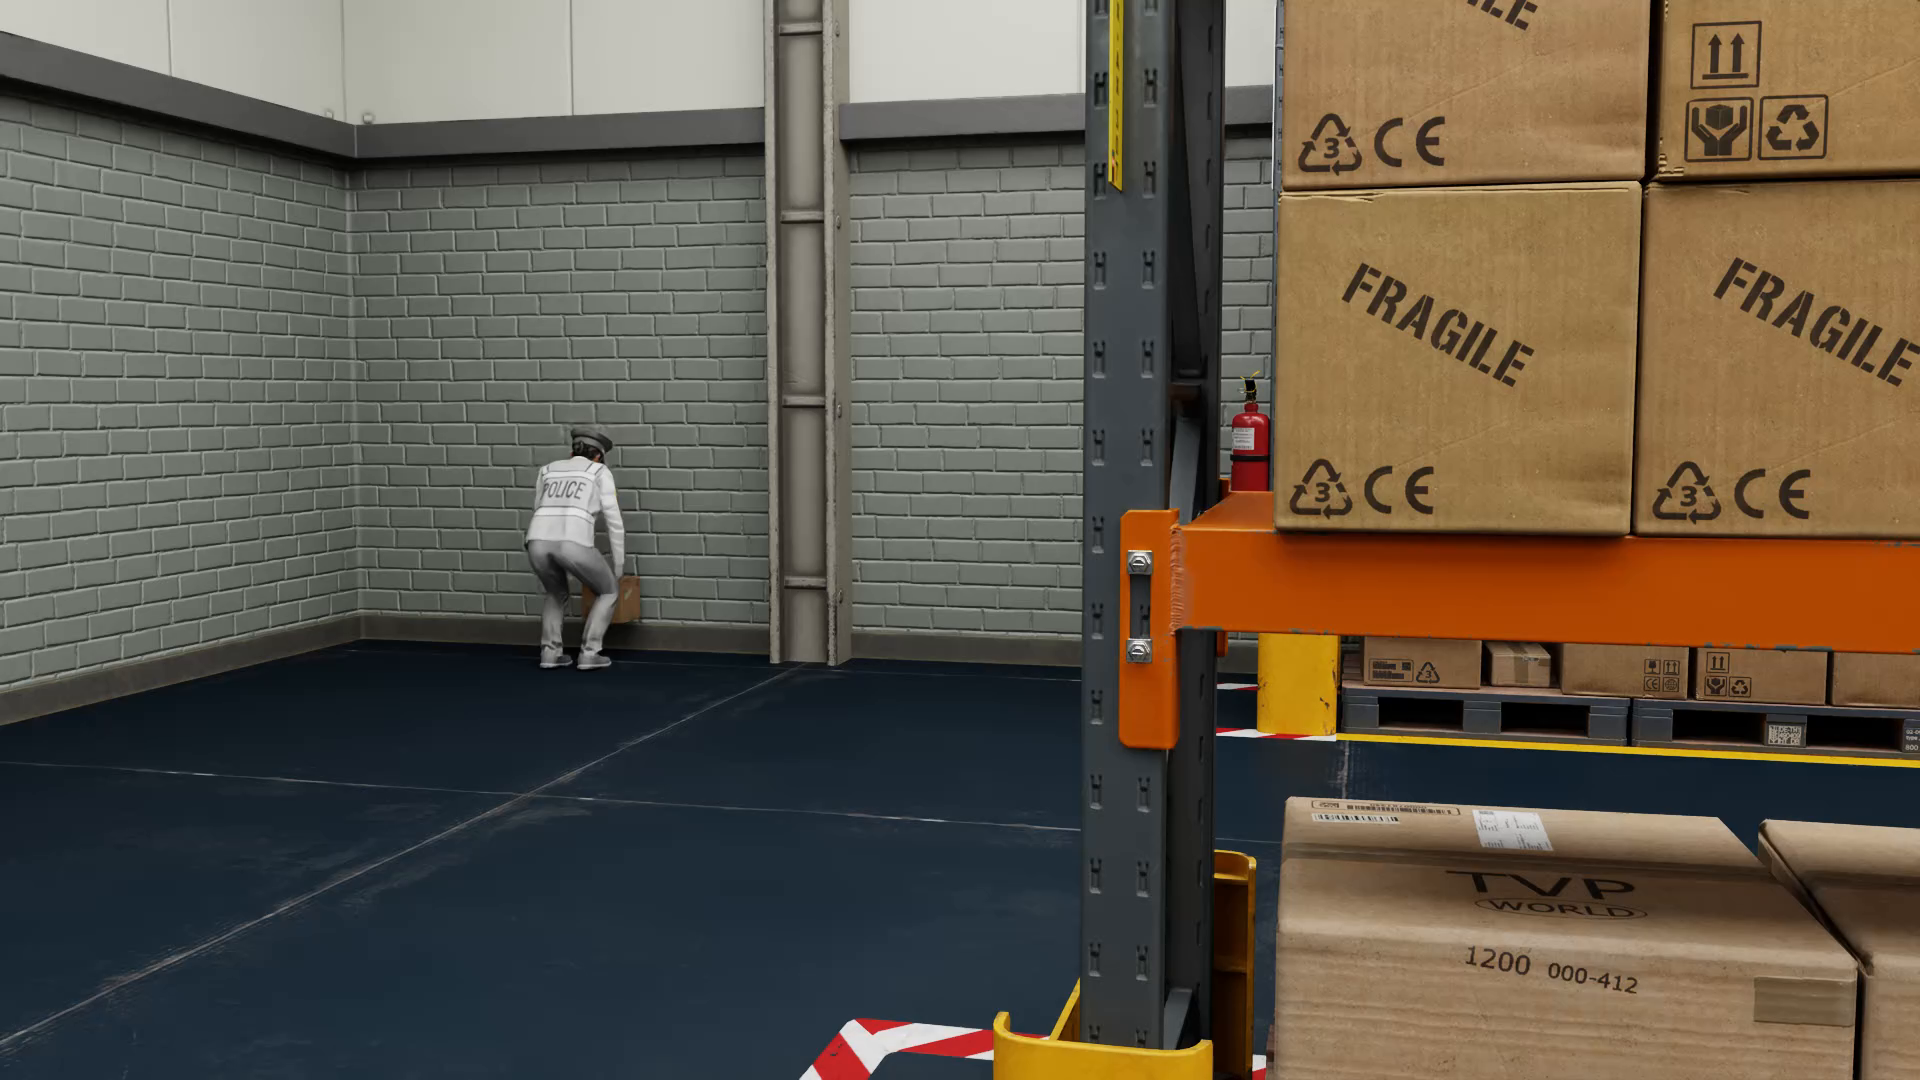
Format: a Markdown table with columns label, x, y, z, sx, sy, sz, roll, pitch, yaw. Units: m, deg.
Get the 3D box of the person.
| label | x | y | z | sx | sy | sz | roll | pitch | yaw |
| --- | --- | --- | --- | --- | --- | --- | --- | --- | --- |
| person | -2.155 | 0.048 | 9.255 | 0.534 | 1.322 | 0.737 | 1 | 5 | 14 |
